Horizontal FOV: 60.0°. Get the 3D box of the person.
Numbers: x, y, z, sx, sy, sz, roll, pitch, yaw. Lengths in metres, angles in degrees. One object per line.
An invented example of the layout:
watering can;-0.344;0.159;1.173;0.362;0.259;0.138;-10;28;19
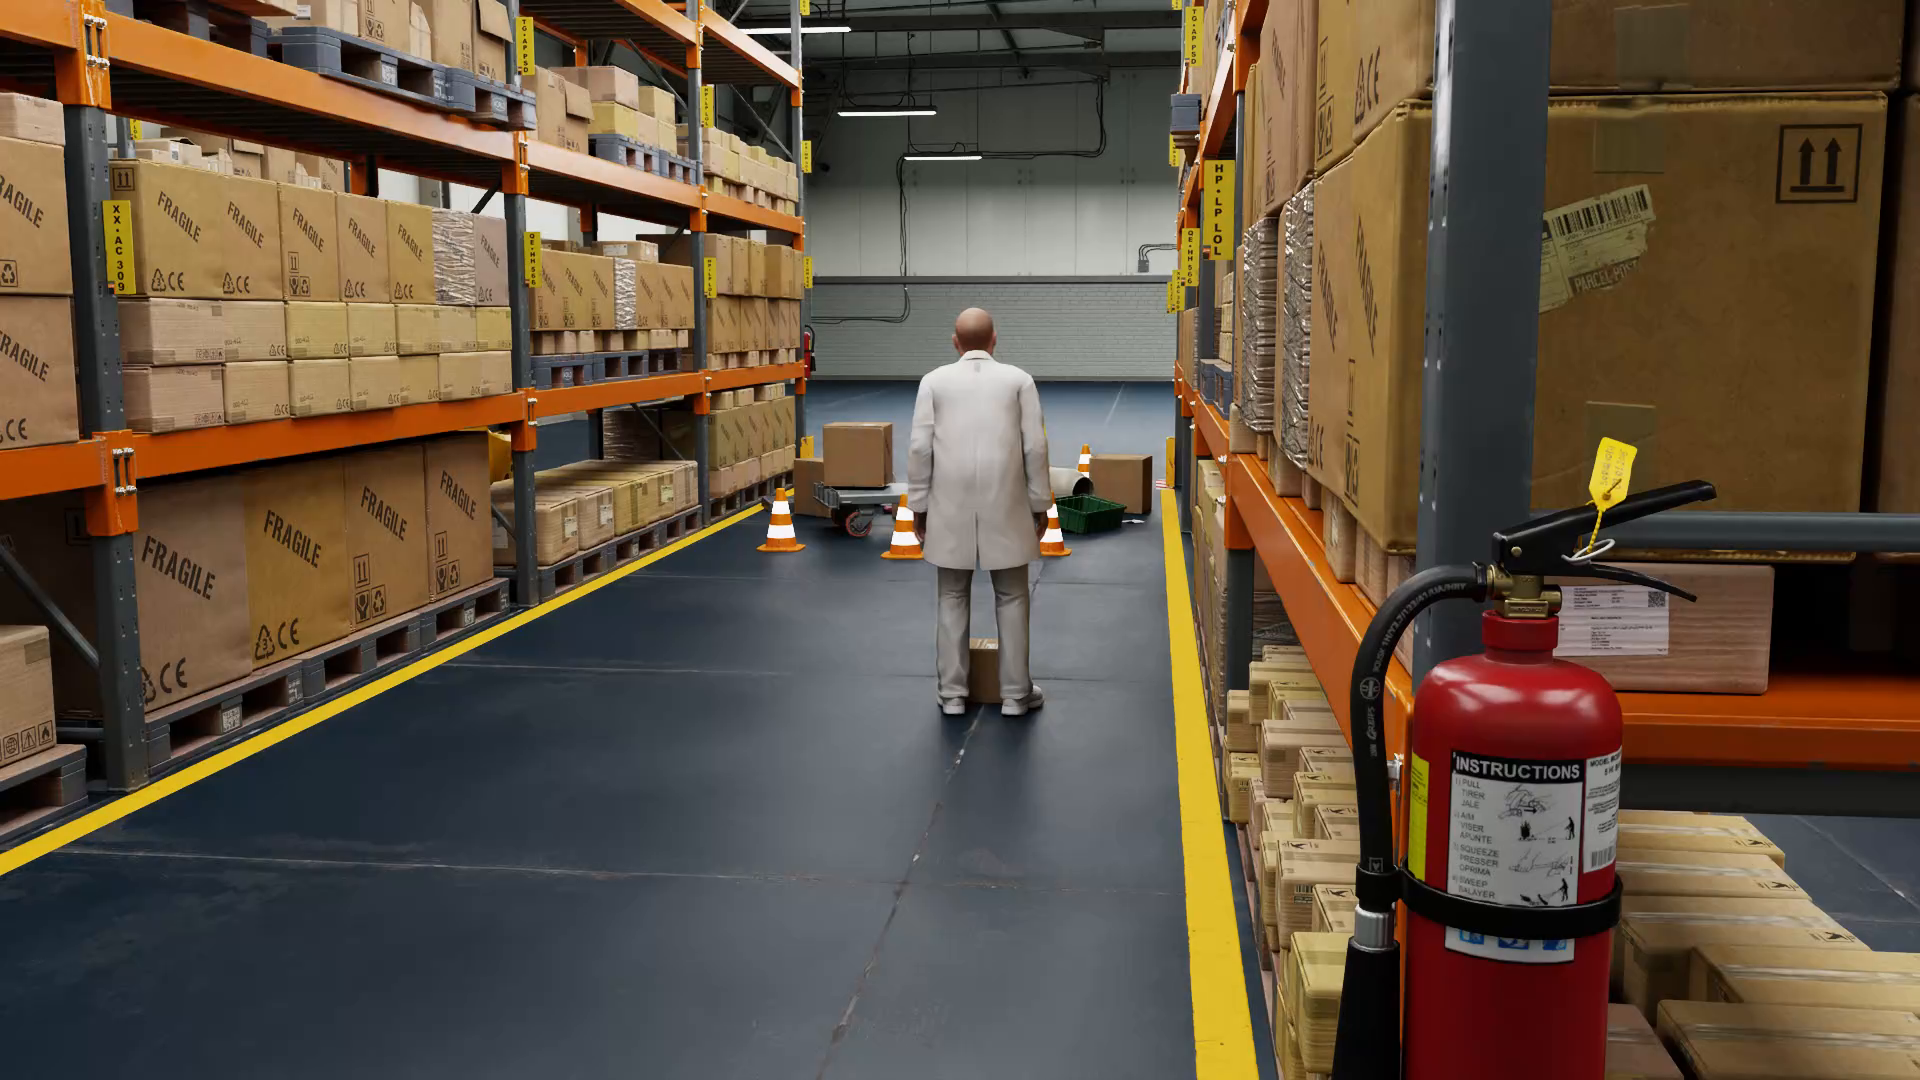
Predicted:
person;0.085;-0.124;7.302;0.647;1.773;0.427;1;7;4
